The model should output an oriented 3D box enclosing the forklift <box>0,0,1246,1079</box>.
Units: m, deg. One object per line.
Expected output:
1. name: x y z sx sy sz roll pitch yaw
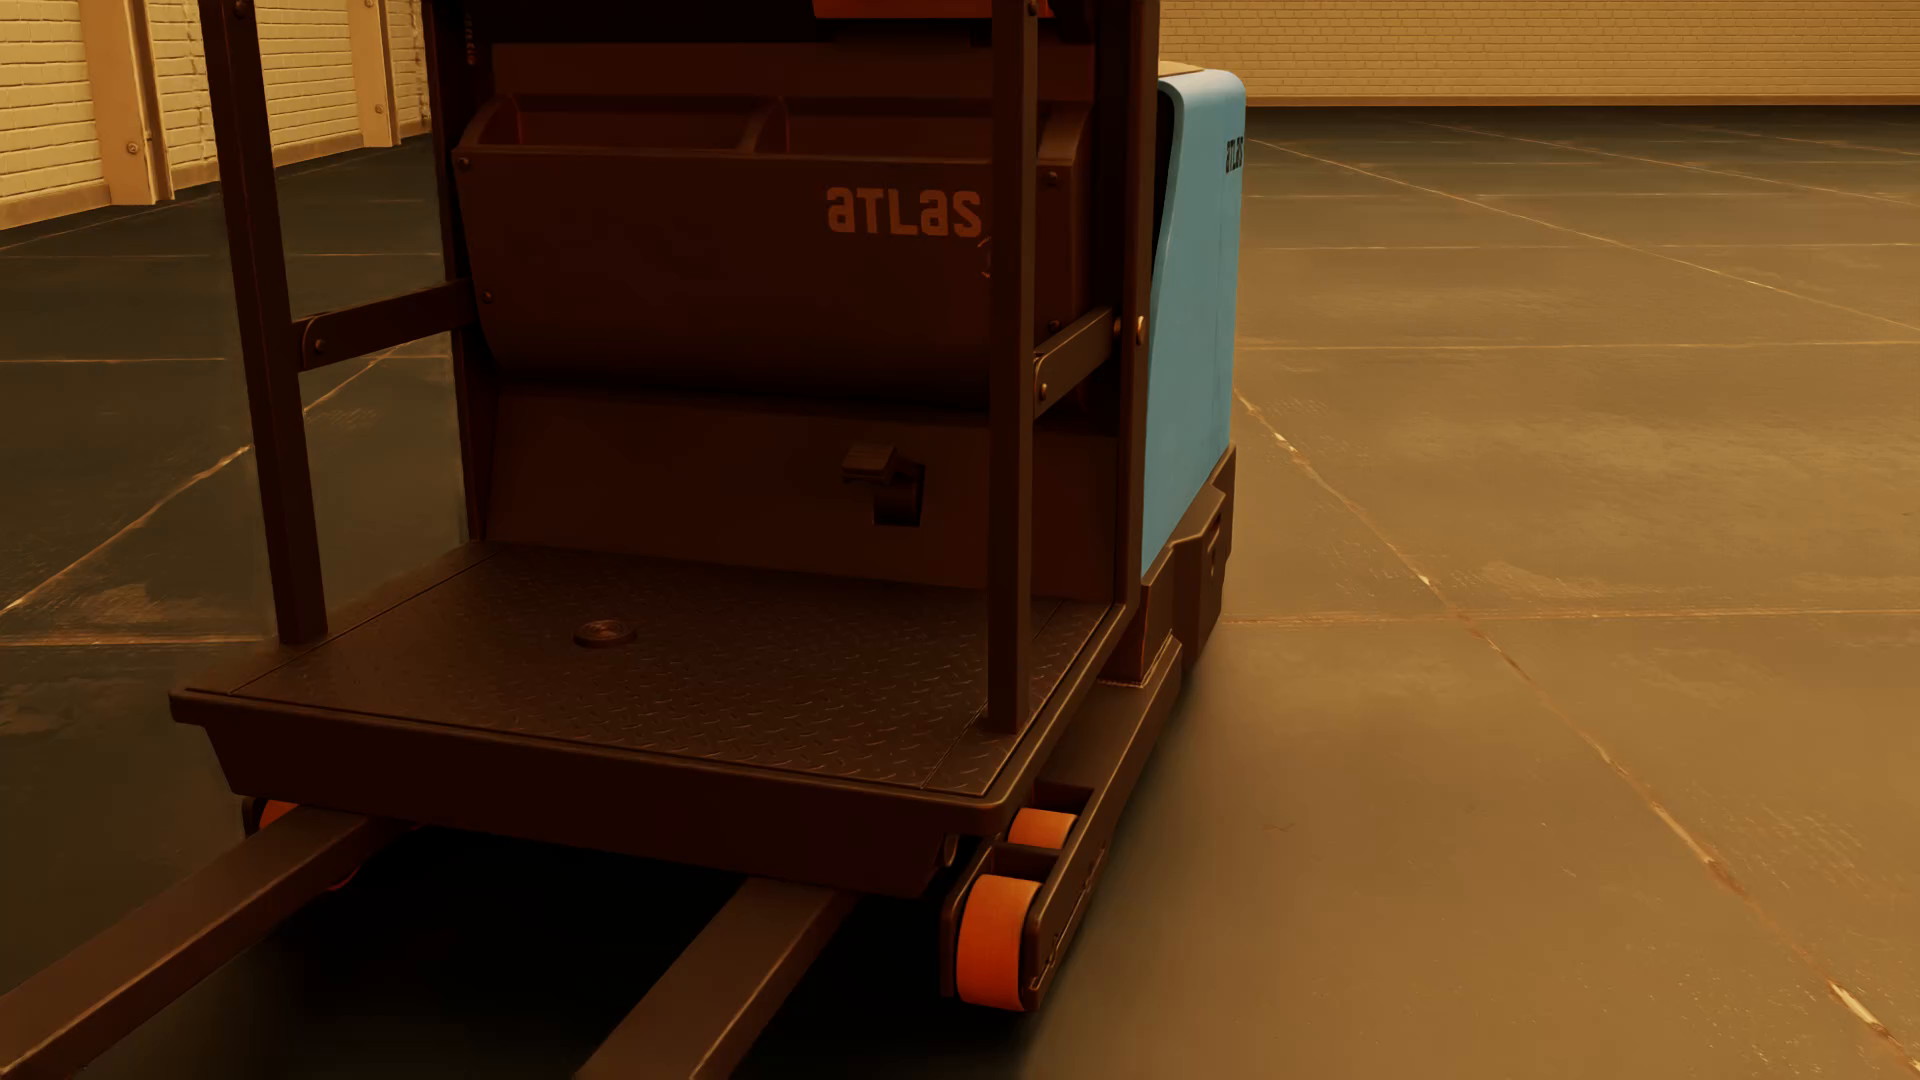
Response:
1. forklift: -0.337 -0.954 2.028 1.130 2.935 3.031 5 18 16
